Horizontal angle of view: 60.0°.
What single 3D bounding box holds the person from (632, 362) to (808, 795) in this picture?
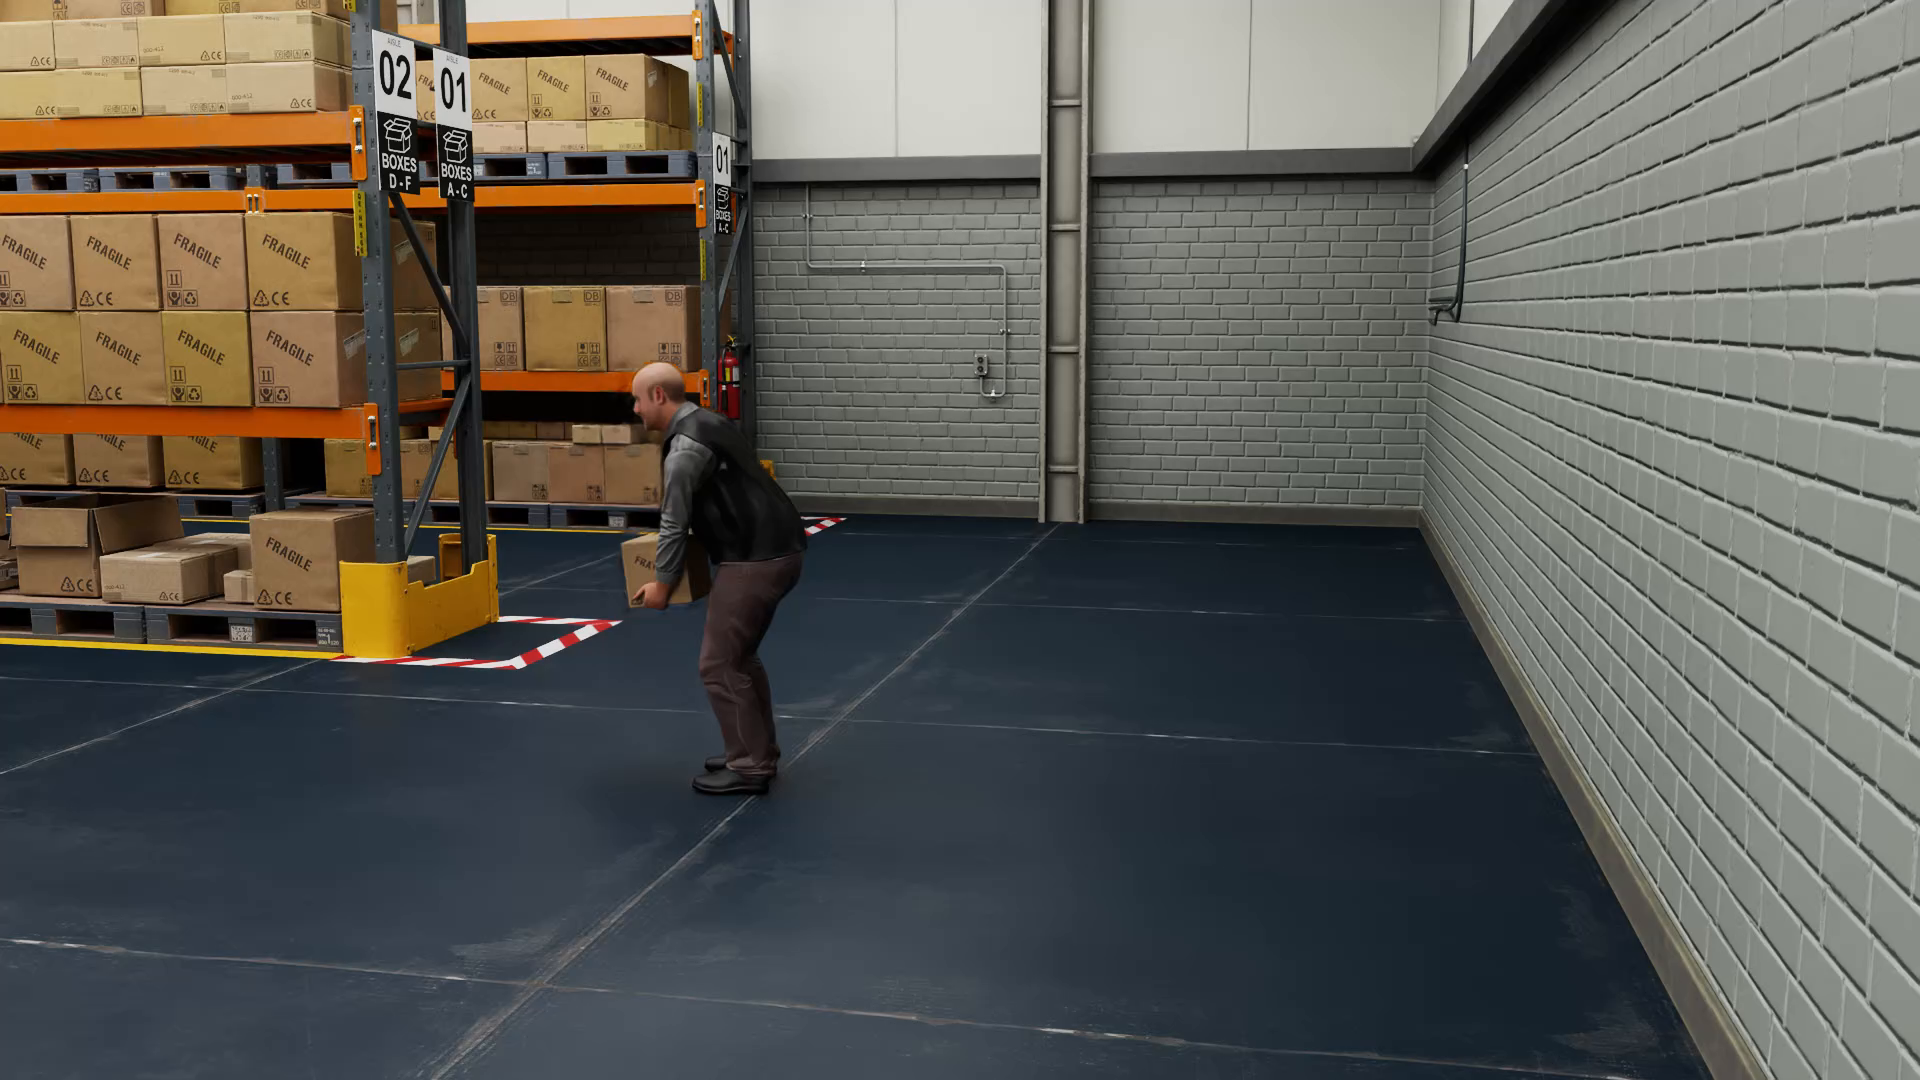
[{"bbox_3d":[-0.915,0.137,6.323,0.644,1.616,0.473,1,8,10],"label":"person"}]
